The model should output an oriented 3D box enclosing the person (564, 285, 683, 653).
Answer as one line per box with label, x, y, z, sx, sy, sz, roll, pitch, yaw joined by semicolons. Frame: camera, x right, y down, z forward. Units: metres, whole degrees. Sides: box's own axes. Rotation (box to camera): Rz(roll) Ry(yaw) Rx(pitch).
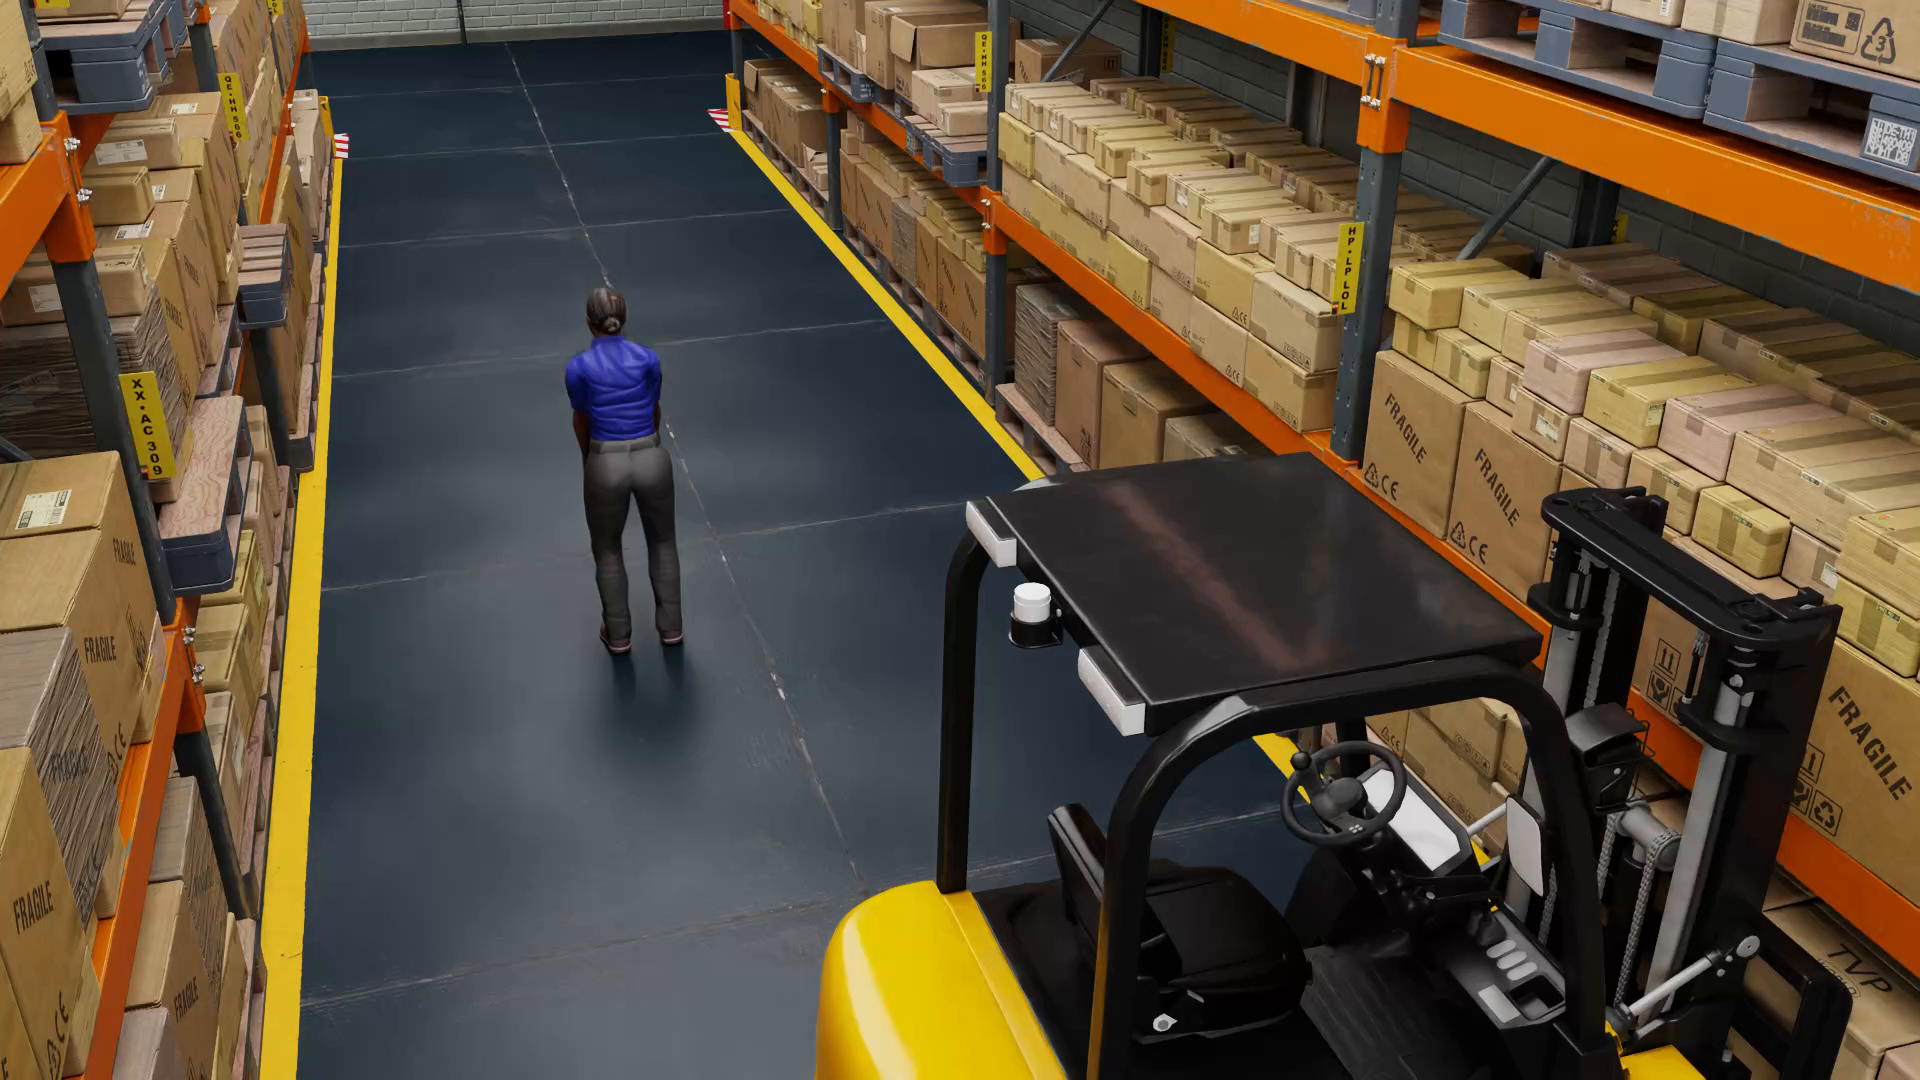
person;-1.481;-0.321;7.287;0.411;1.648;0.528;-9;28;-17
